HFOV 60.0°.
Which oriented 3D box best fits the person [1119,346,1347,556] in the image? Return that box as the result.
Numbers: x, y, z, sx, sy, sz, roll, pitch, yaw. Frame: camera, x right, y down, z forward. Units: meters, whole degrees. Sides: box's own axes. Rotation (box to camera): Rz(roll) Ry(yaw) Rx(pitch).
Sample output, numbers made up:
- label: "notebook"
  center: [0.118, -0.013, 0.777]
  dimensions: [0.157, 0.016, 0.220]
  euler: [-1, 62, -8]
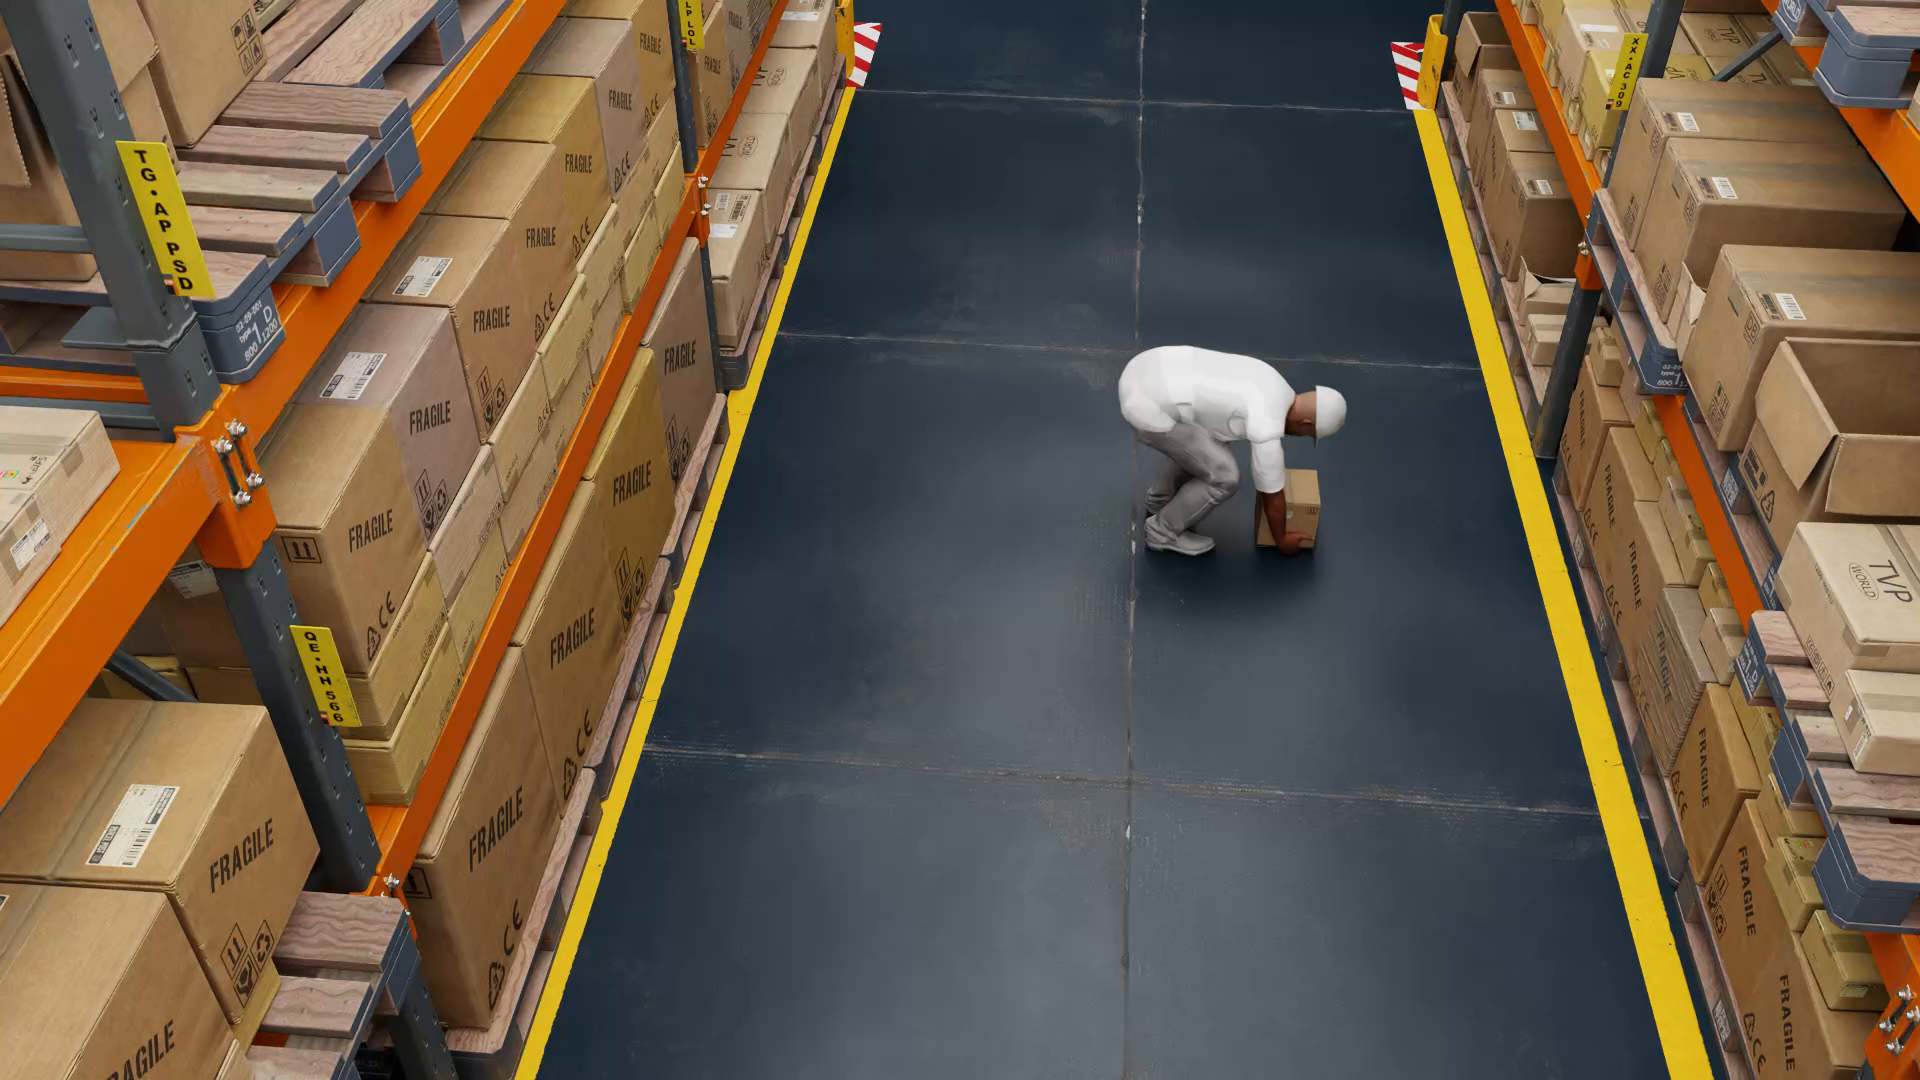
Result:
- label: "person"
  center: [1.167, -0.410, 7.273]
  dimensions: [0.974, 0.938, 0.501]
  euler: [1, 40, 2]
